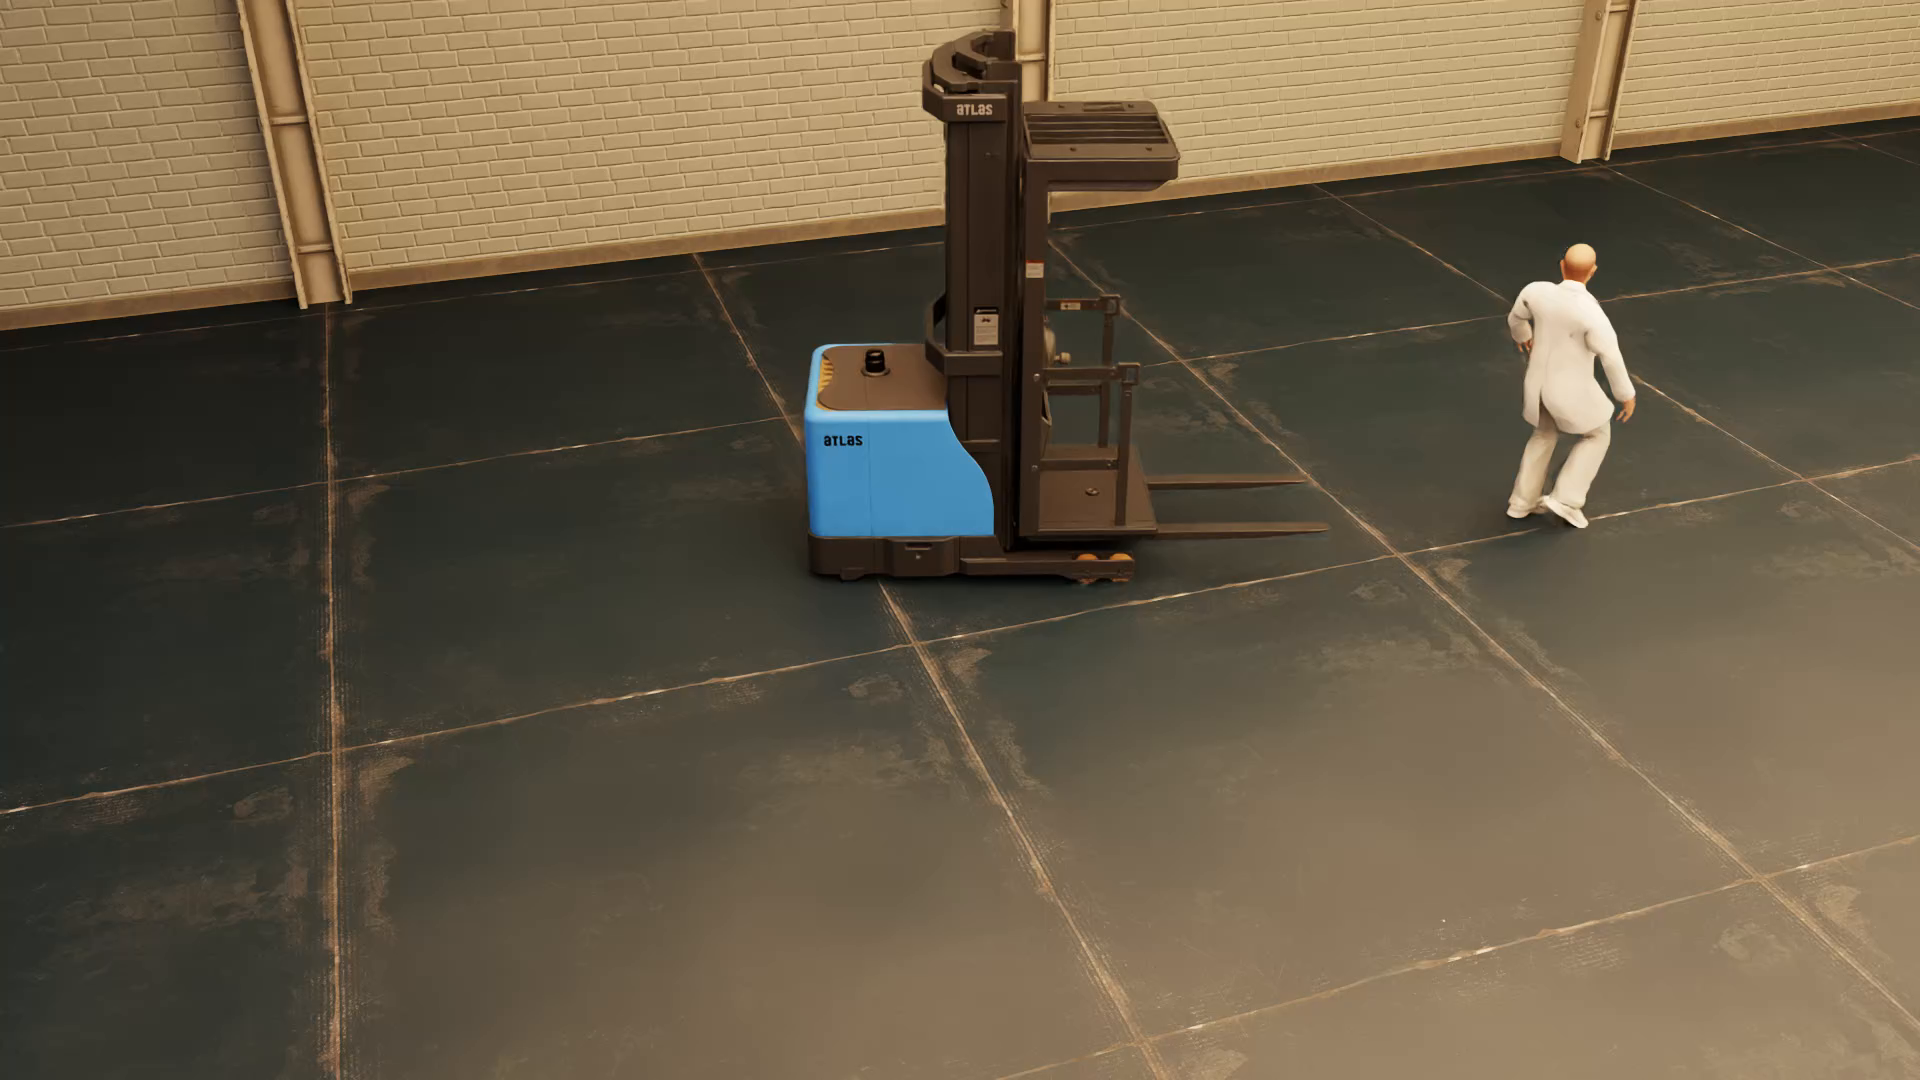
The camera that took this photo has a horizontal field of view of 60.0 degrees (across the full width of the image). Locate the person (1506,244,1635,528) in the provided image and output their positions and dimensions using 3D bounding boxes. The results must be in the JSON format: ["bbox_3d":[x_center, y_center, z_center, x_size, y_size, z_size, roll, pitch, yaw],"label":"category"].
[{"bbox_3d":[3.579,-0.916,9.903,0.486,1.791,0.917,-16,34,-25],"label":"person"}]

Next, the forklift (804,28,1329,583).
[{"bbox_3d":[0.632,-1.288,9.325,3.031,2.935,1.130,-1,30,-1],"label":"forklift"}]
